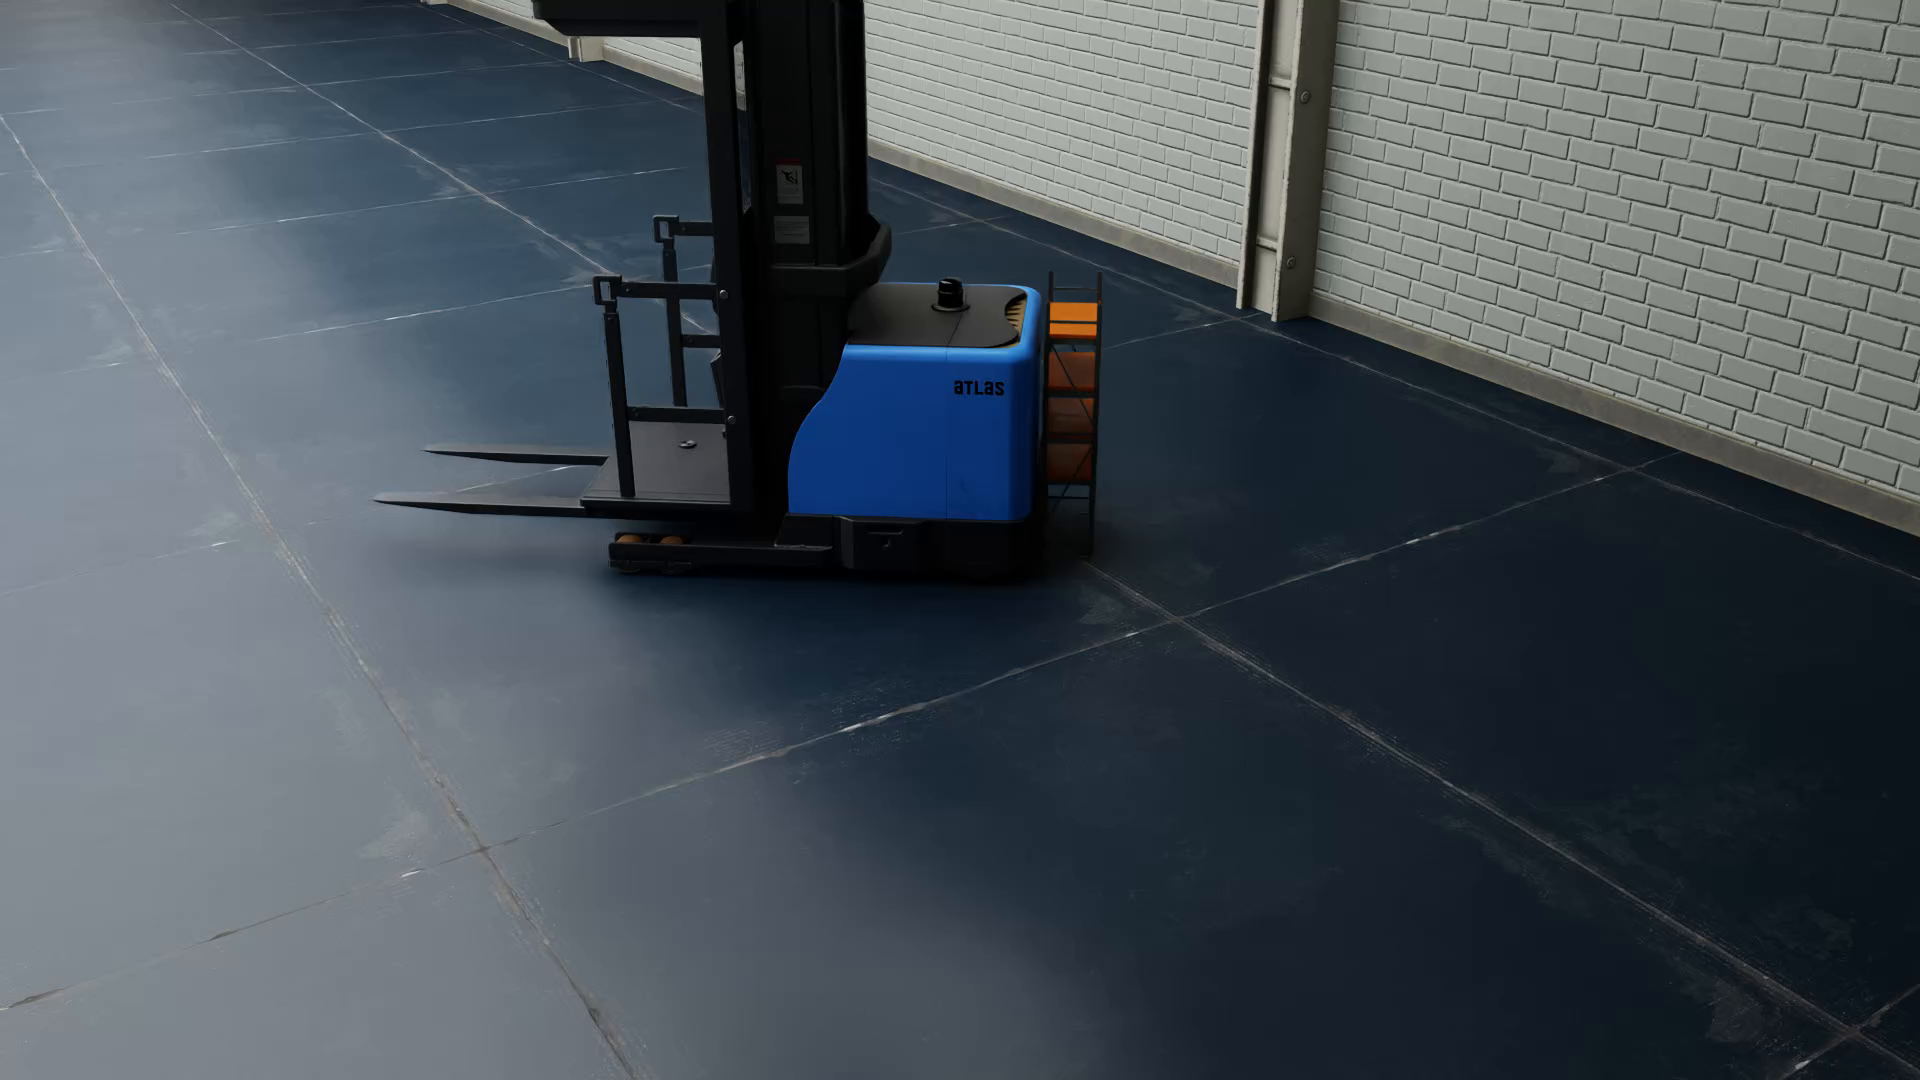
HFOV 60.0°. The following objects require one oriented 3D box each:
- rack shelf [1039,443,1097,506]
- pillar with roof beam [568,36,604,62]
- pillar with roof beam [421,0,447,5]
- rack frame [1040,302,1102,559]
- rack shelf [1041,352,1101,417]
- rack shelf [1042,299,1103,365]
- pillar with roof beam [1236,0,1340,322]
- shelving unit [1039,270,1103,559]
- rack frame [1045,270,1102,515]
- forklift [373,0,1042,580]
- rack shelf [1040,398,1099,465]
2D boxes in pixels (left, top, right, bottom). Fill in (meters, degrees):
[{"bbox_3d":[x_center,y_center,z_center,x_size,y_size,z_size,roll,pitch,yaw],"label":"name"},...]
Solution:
[{"bbox_3d":[0.502,-0.327,7.660,0.258,0.148,0.480,2,25,4],"label":"rack shelf"},{"bbox_3d":[-8.095,-8.870,15.998,9.100,9.000,0.400,-16,29,-30],"label":"pillar with roof beam"},{"bbox_3d":[-11.371,-11.016,20.544,9.100,9.000,0.400,-16,29,-30],"label":"pillar with roof beam"},{"bbox_3d":[0.484,-0.463,7.326,0.240,1.200,0.015,2,25,4],"label":"rack frame"},{"bbox_3d":[0.502,-0.709,7.479,0.258,0.148,0.480,2,25,4],"label":"rack shelf"},{"bbox_3d":[0.502,-0.923,7.378,0.258,0.148,0.480,2,25,4],"label":"rack shelf"},{"bbox_3d":[-1.545,-4.578,6.906,9.100,9.000,0.400,-16,29,-30],"label":"pillar with roof beam"},{"bbox_3d":[0.502,-0.567,7.546,0.258,1.200,0.503,2,25,4],"label":"shelving unit"},{"bbox_3d":[0.521,-0.671,7.766,0.240,1.200,0.015,2,25,4],"label":"rack frame"},{"bbox_3d":[-1.154,-1.394,7.269,3.031,2.935,1.130,2,25,4],"label":"forklift"},{"bbox_3d":[0.502,-0.506,7.575,0.258,0.148,0.480,2,25,4],"label":"rack shelf"}]
